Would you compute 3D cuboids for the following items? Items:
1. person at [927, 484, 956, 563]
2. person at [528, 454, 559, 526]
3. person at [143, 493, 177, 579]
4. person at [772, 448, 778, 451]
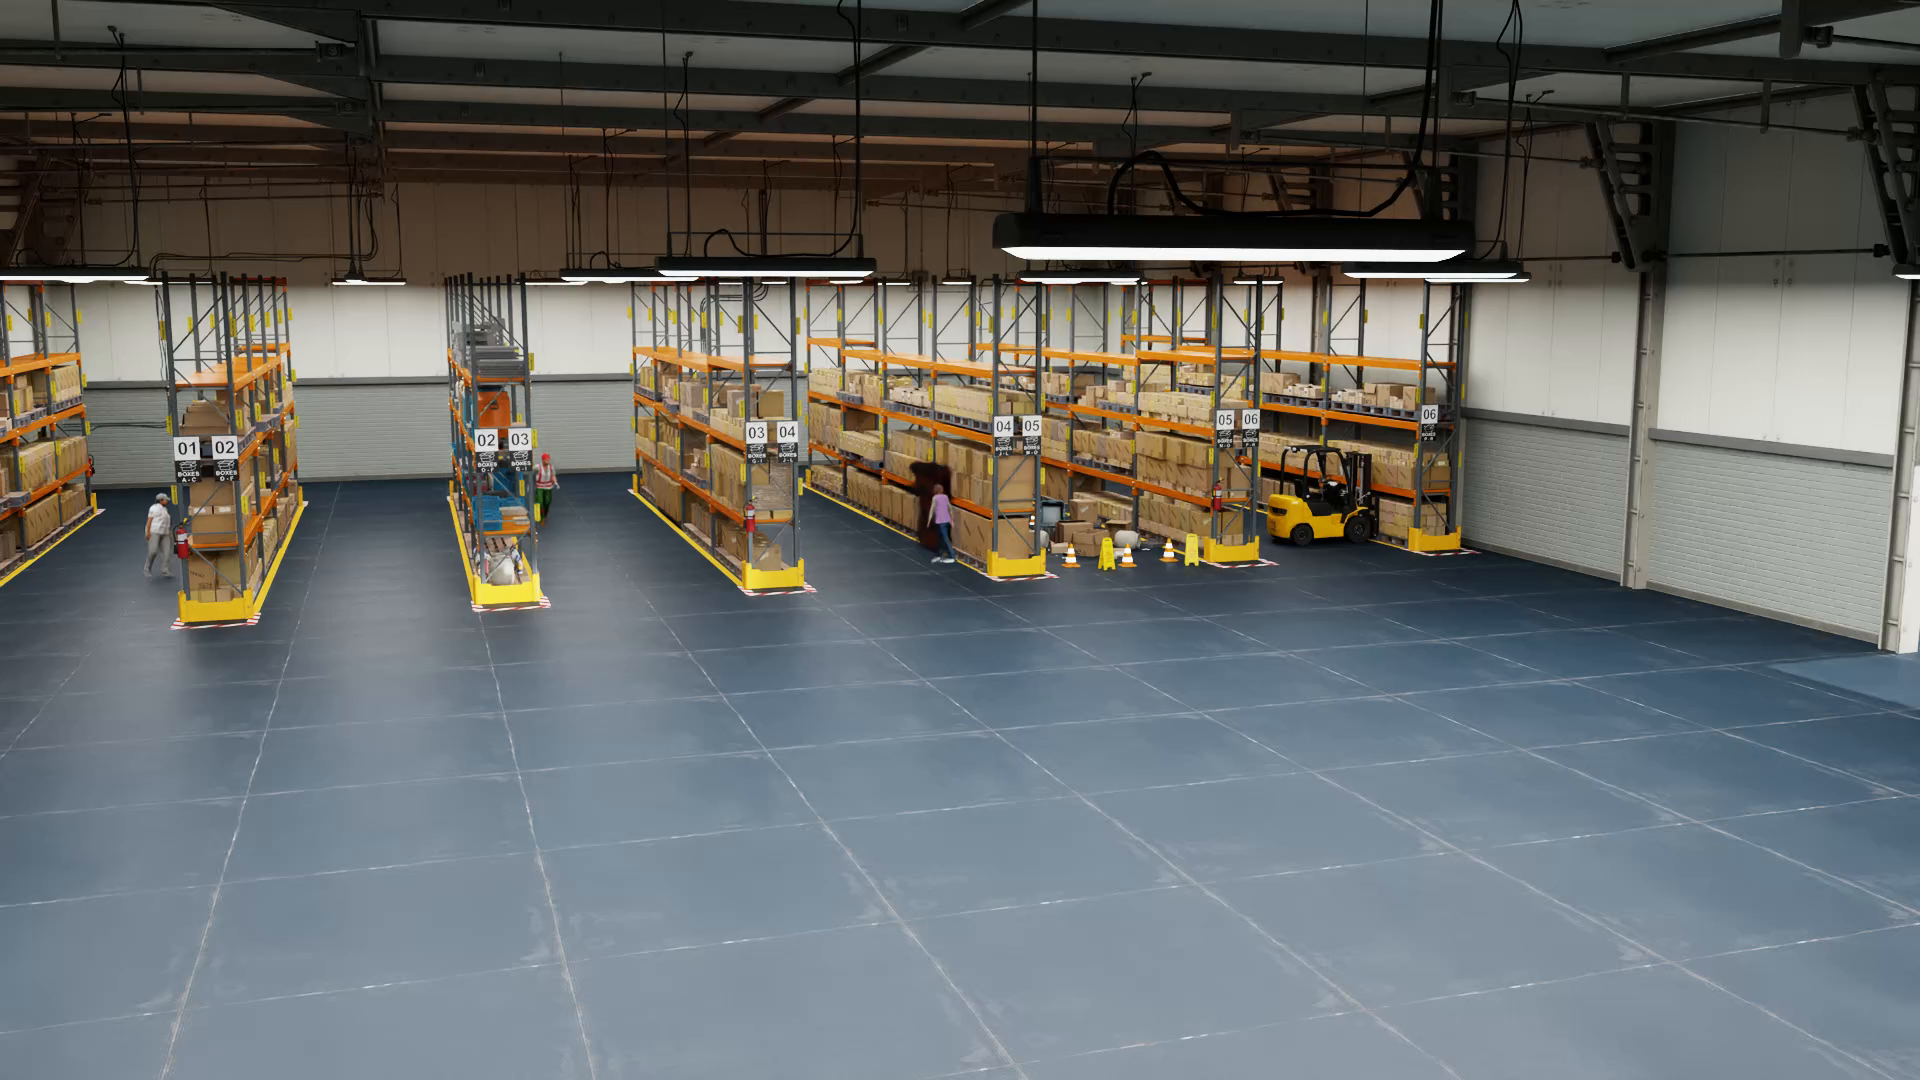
[{"bbox_3d":[-0.371,-0.307,33.136,0.680,1.611,0.421,5,10,29],"label":"person"},{"bbox_3d":[-10.180,-1.220,40.630,0.742,1.802,0.877,-3,9,-17],"label":"person"},{"bbox_3d":[-16.014,-0.082,33.189,0.427,1.669,0.667,3,9,21],"label":"person"},{"bbox_3d":[-5.546,-2.381,48.112,0.547,1.680,0.797,2,9,13],"label":"person"}]
